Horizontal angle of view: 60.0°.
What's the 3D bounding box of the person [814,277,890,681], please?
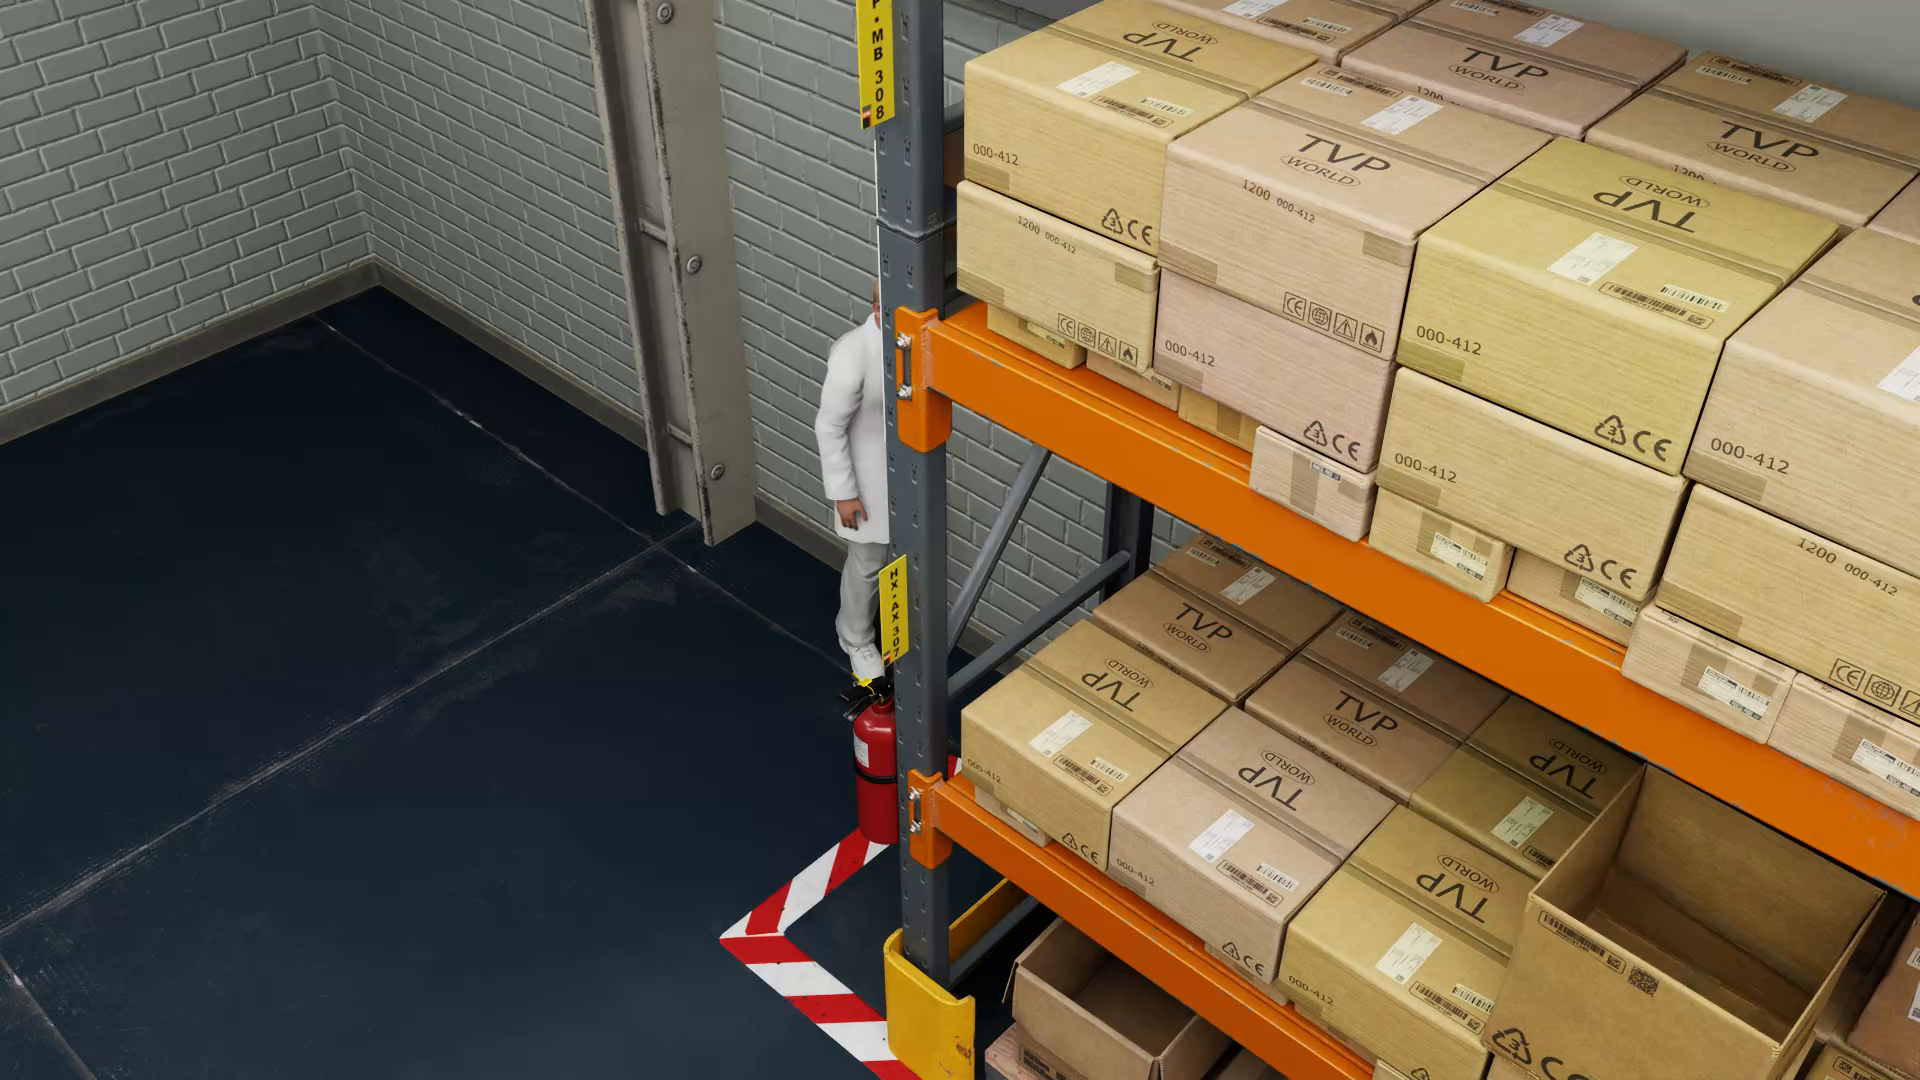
[{"bbox_3d":[-0.271,-0.284,6.519,0.656,1.774,0.416,-30,48,-32],"label":"person"}]
